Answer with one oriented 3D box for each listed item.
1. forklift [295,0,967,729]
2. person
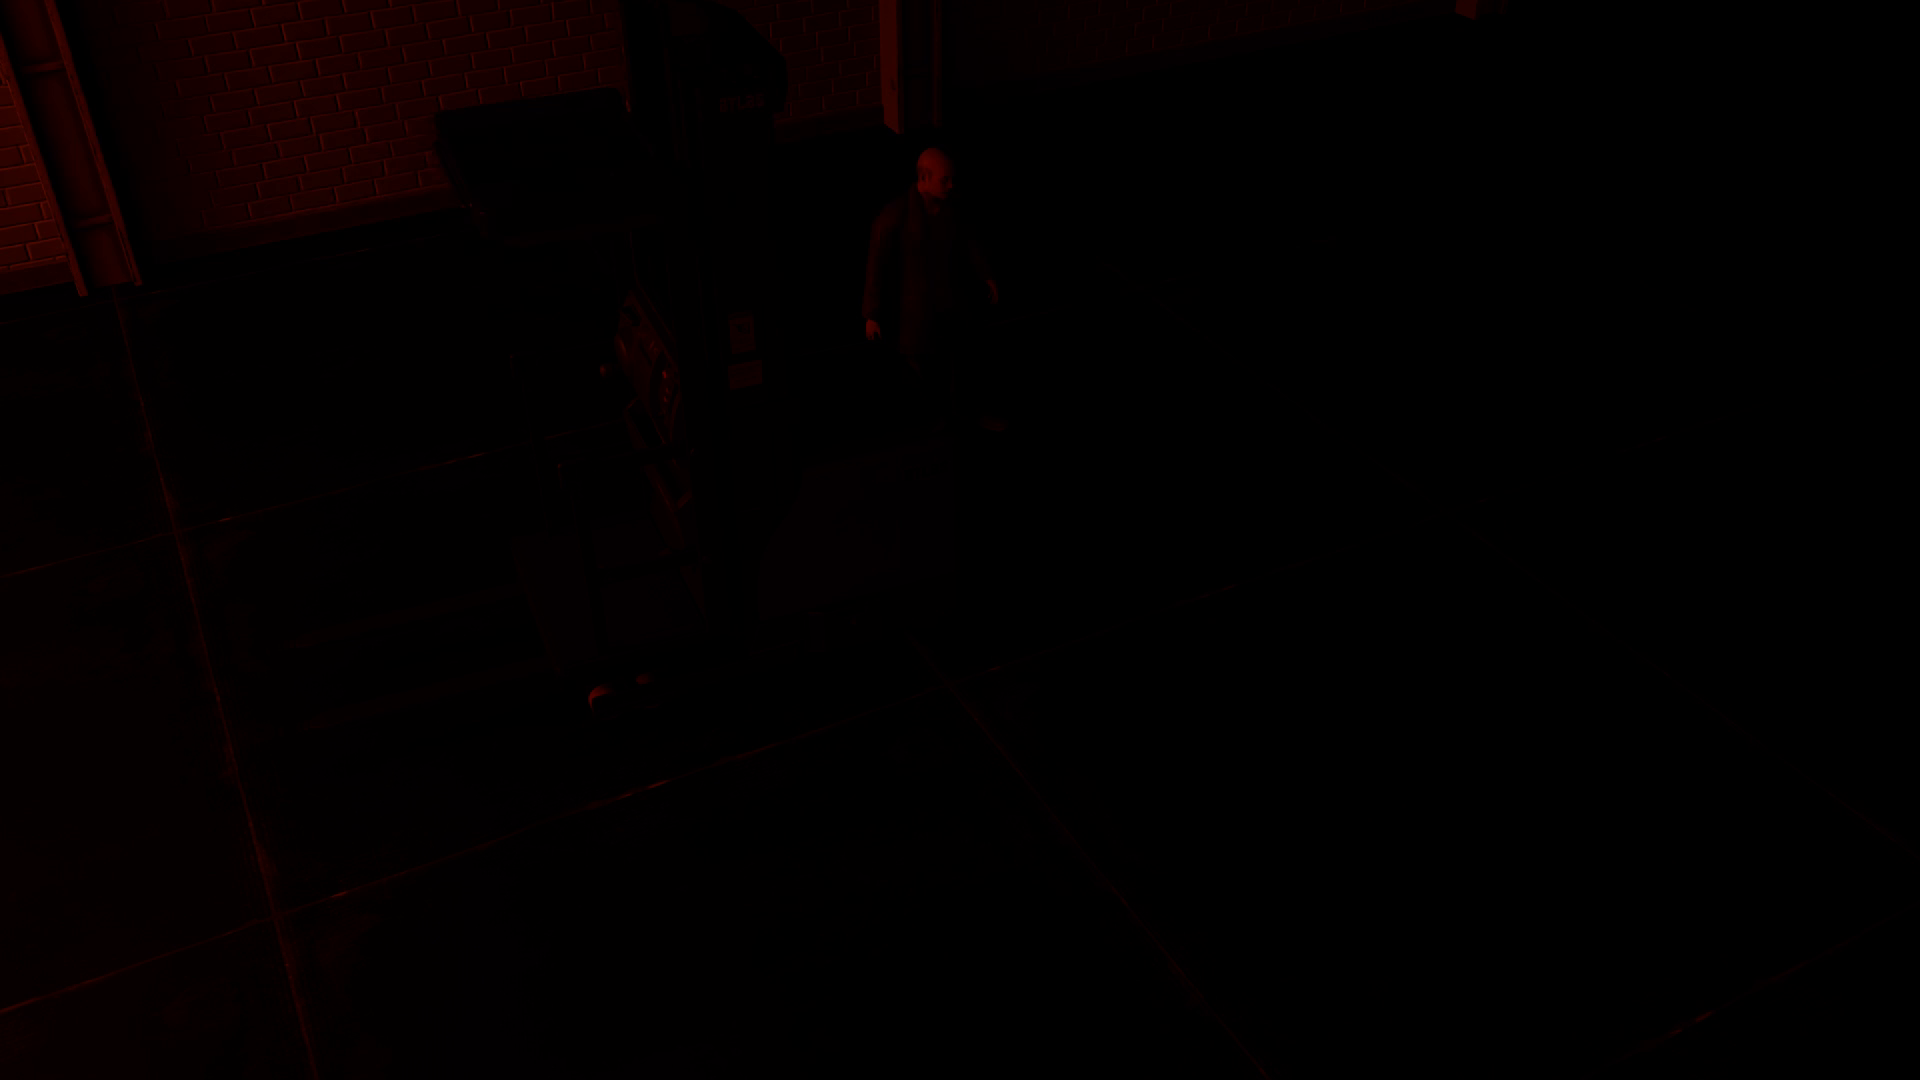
[{"bbox_3d":[-1.532,-0.732,7.159,3.031,2.935,1.130,-14,38,-19],"label":"forklift"},{"bbox_3d":[-0.146,-1.288,8.970,0.832,1.752,0.440,-26,43,-32],"label":"person"}]
